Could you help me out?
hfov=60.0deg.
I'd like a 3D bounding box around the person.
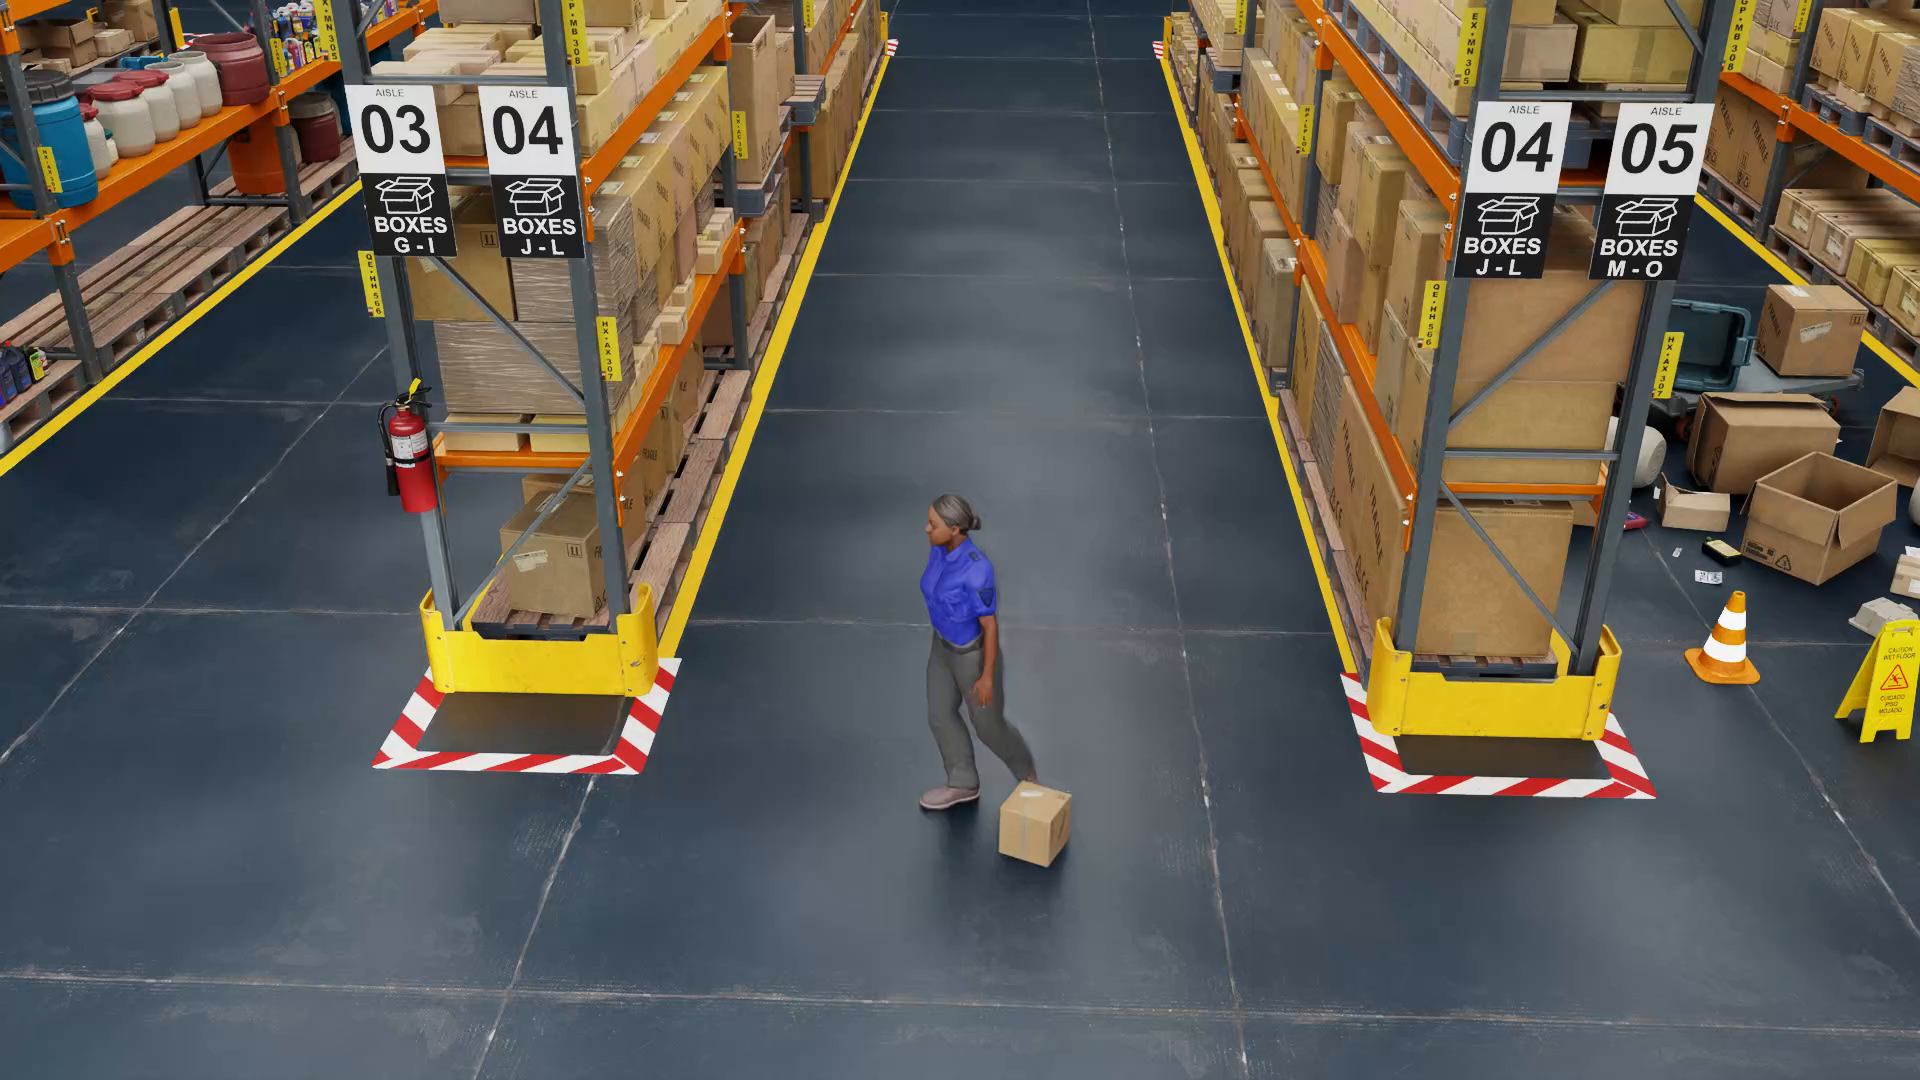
[{"bbox_3d":[0.056,0.523,7.652,0.519,1.653,0.530,-14,31,-24],"label":"person"}]
